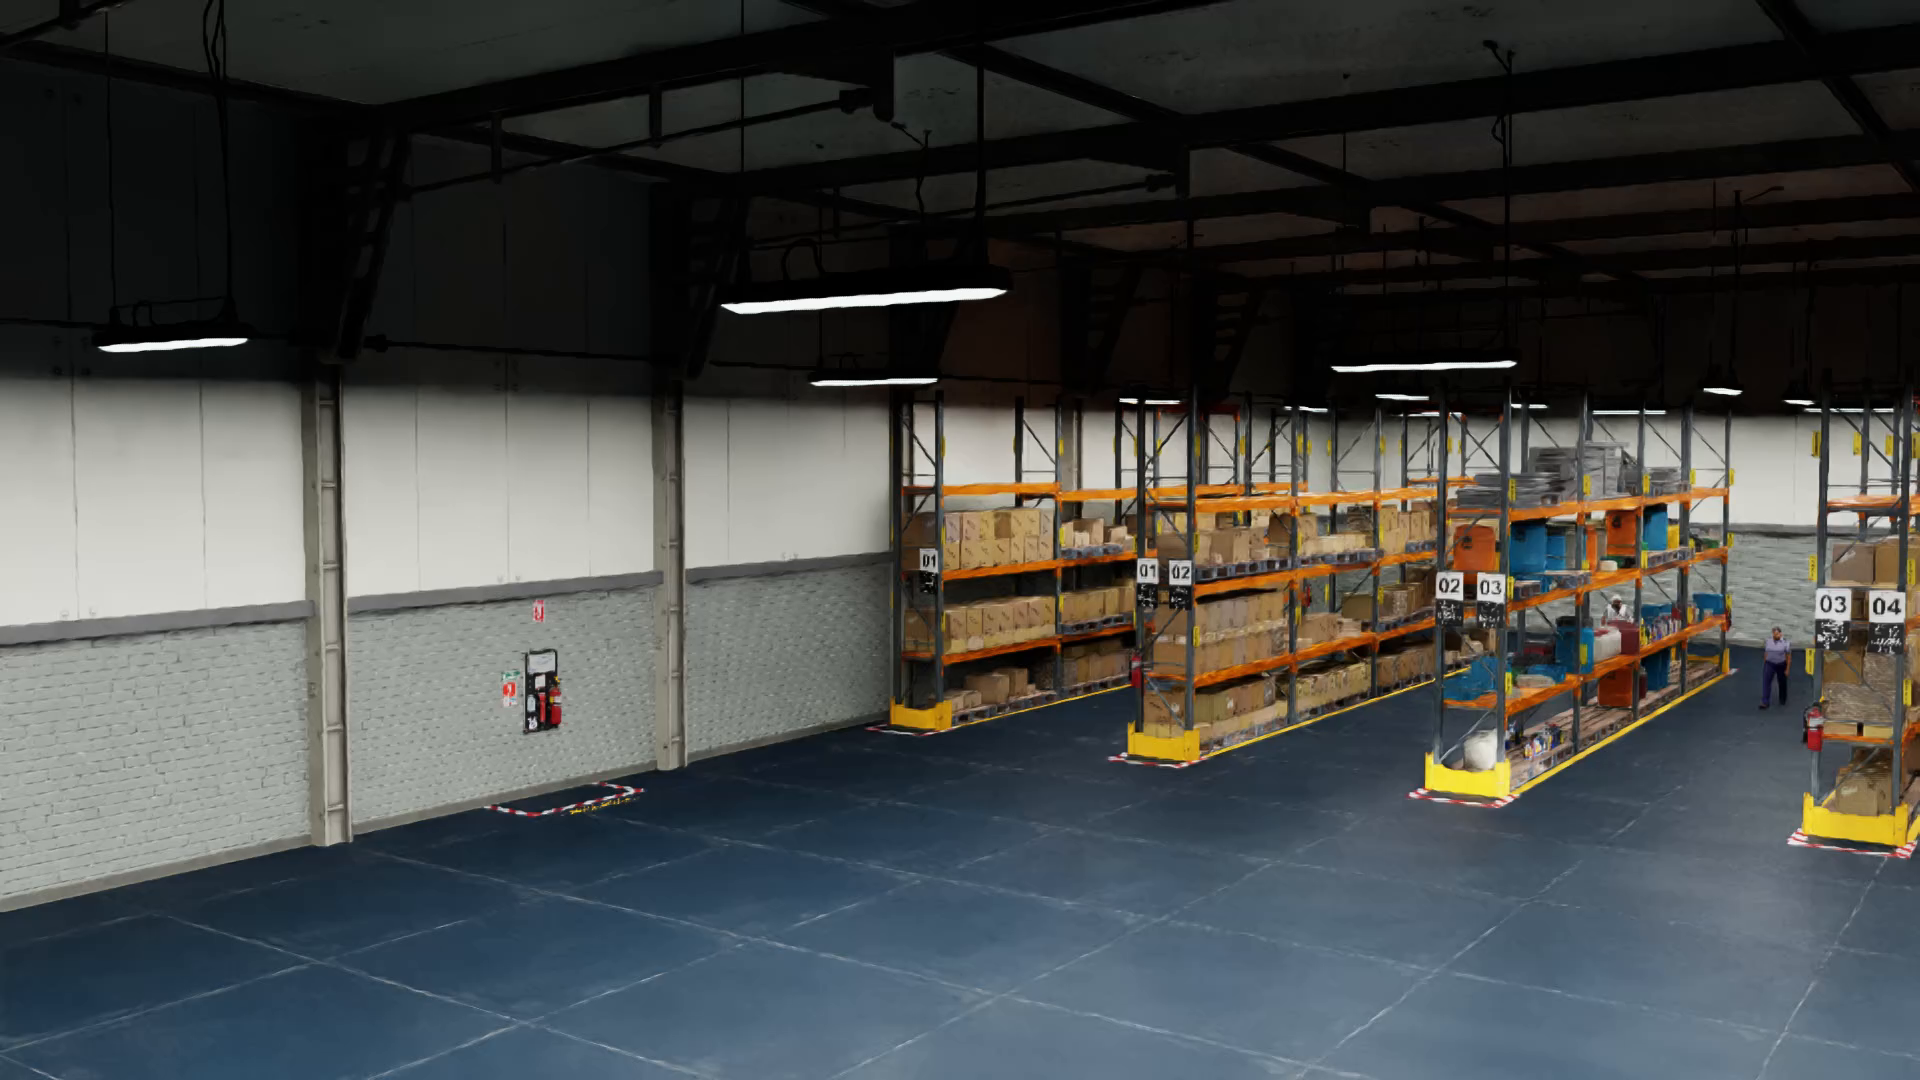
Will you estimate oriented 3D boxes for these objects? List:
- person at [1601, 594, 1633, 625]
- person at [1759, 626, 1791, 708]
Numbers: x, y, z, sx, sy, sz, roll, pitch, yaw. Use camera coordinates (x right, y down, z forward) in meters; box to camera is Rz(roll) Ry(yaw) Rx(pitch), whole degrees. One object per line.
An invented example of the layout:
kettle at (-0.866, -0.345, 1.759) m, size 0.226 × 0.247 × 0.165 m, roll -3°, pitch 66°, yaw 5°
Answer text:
person at (14.675, 2.052, 37.168) m, size 0.702 × 1.735 × 0.548 m, roll 2°, pitch 4°, yaw 34°
person at (15.590, 2.414, 31.734) m, size 0.479 × 1.563 × 1.072 m, roll 2°, pitch 4°, yaw 33°
